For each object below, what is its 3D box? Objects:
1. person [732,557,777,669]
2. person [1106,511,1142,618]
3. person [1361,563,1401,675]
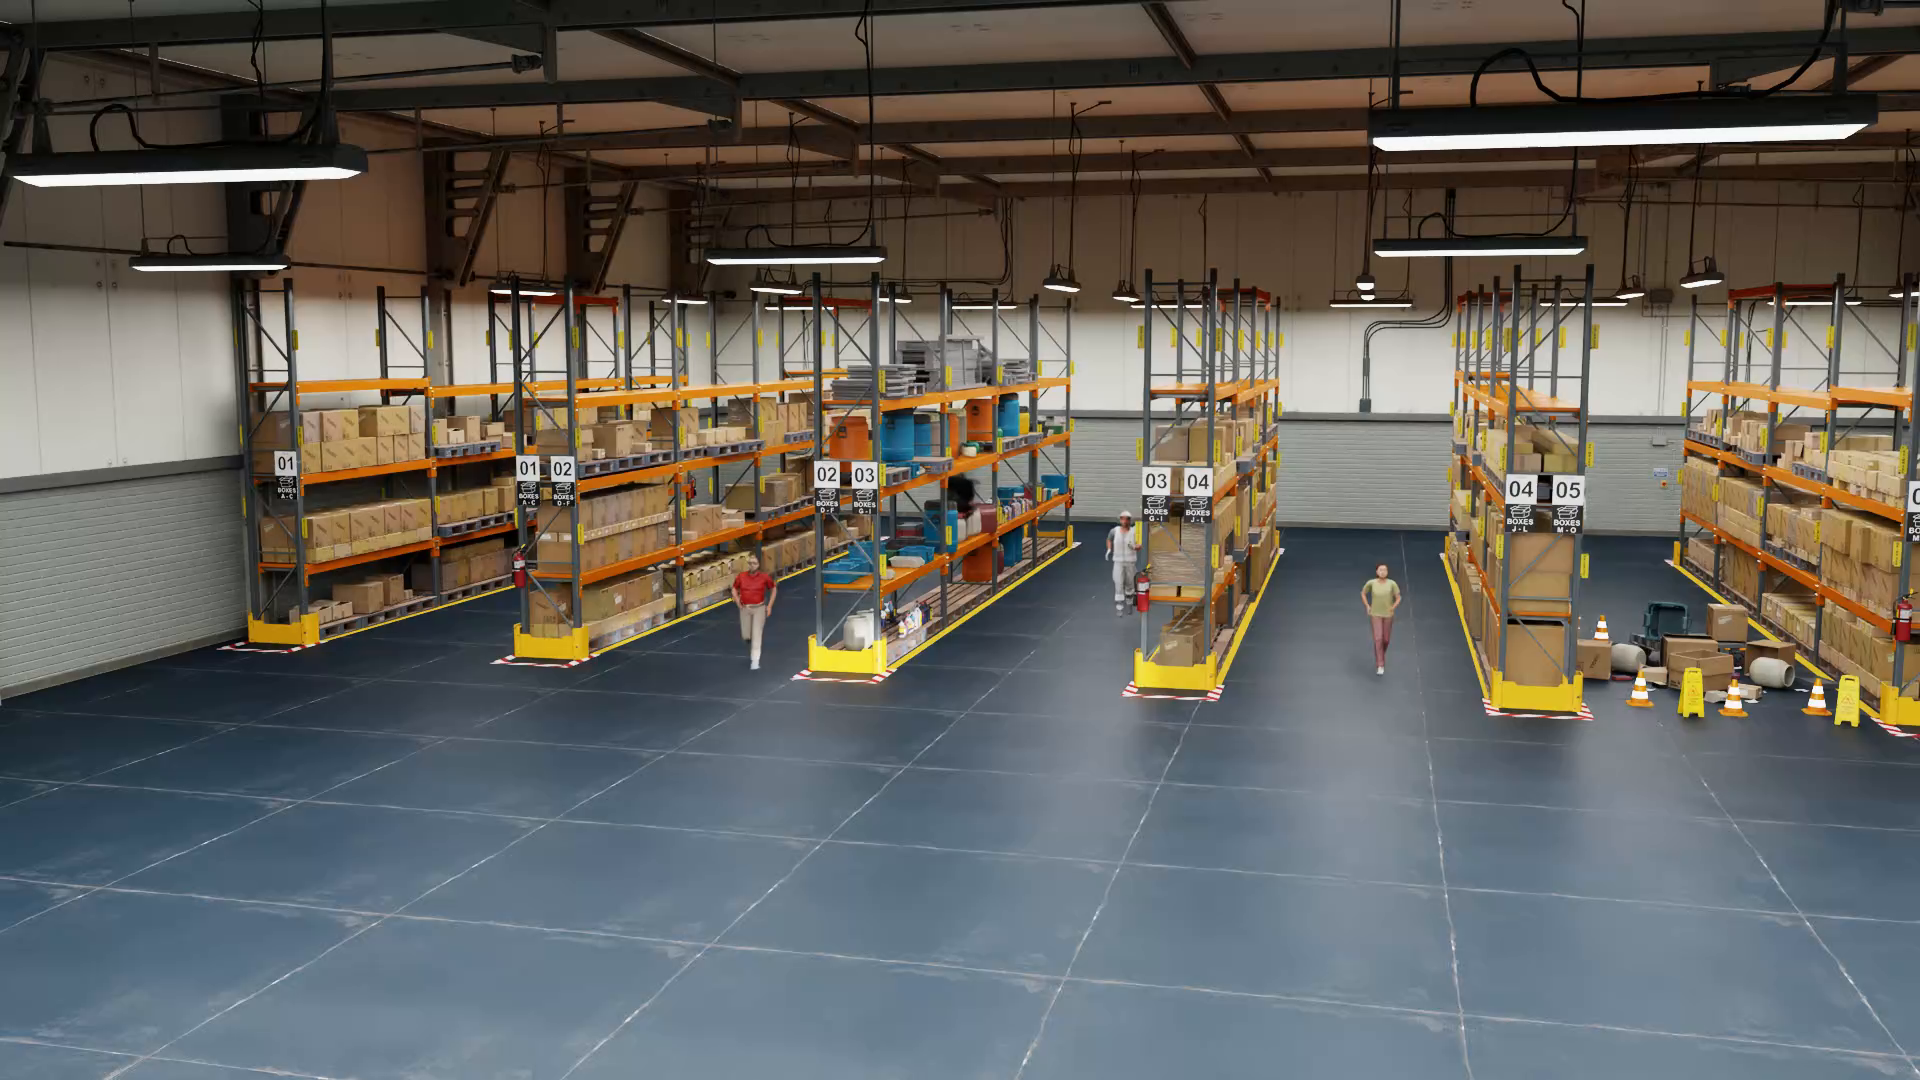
[{"bbox_3d":[-3.186,1.102,25.710,0.700,1.713,0.683,1,7,6],"label":"person"},{"bbox_3d":[2.813,0.413,28.388,0.658,1.824,0.937,1,7,8],"label":"person"},{"bbox_3d":[6.391,1.162,25.254,0.588,1.667,0.835,1,7,7],"label":"person"}]
